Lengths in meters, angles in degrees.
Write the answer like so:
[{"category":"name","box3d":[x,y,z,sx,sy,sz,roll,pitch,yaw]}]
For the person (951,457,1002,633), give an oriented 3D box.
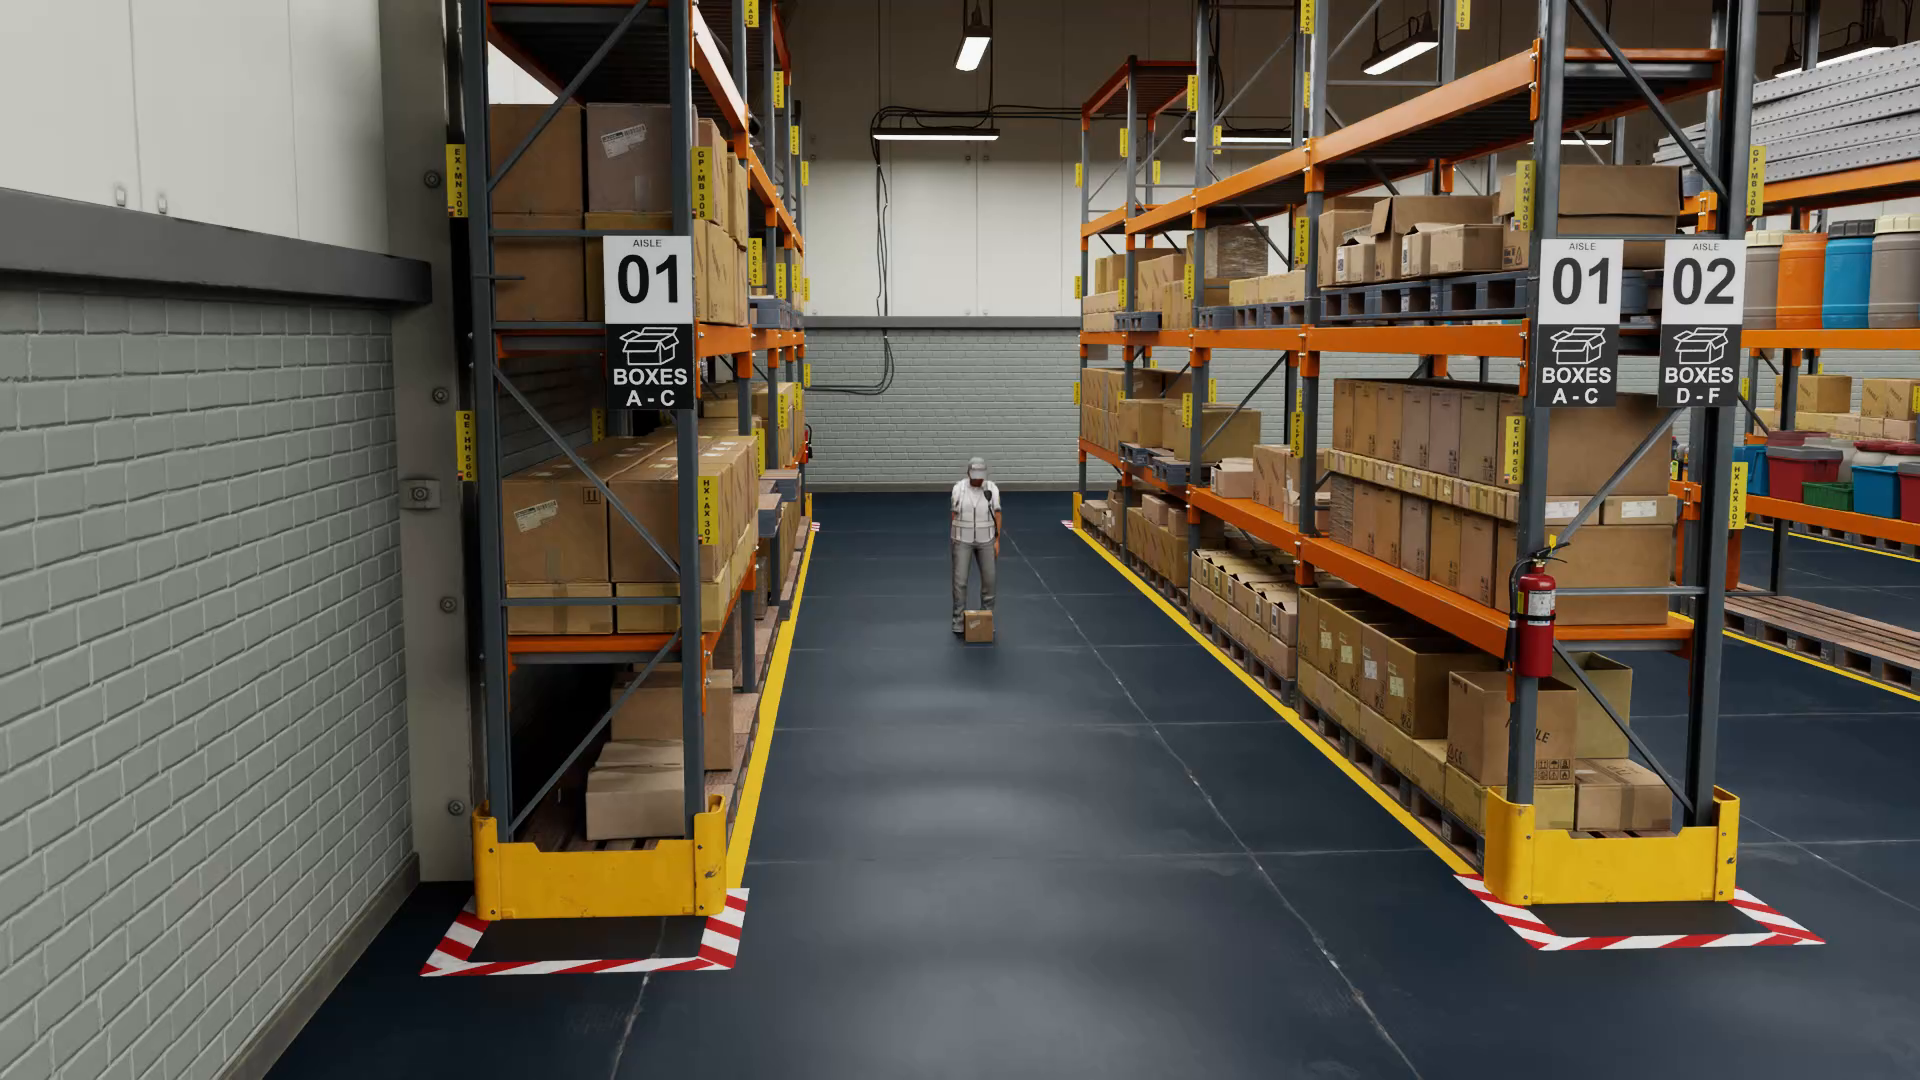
[{"category":"person","box3d":[0.155,0.044,15.517,0.483,1.642,0.428,0,7,-2]}]
